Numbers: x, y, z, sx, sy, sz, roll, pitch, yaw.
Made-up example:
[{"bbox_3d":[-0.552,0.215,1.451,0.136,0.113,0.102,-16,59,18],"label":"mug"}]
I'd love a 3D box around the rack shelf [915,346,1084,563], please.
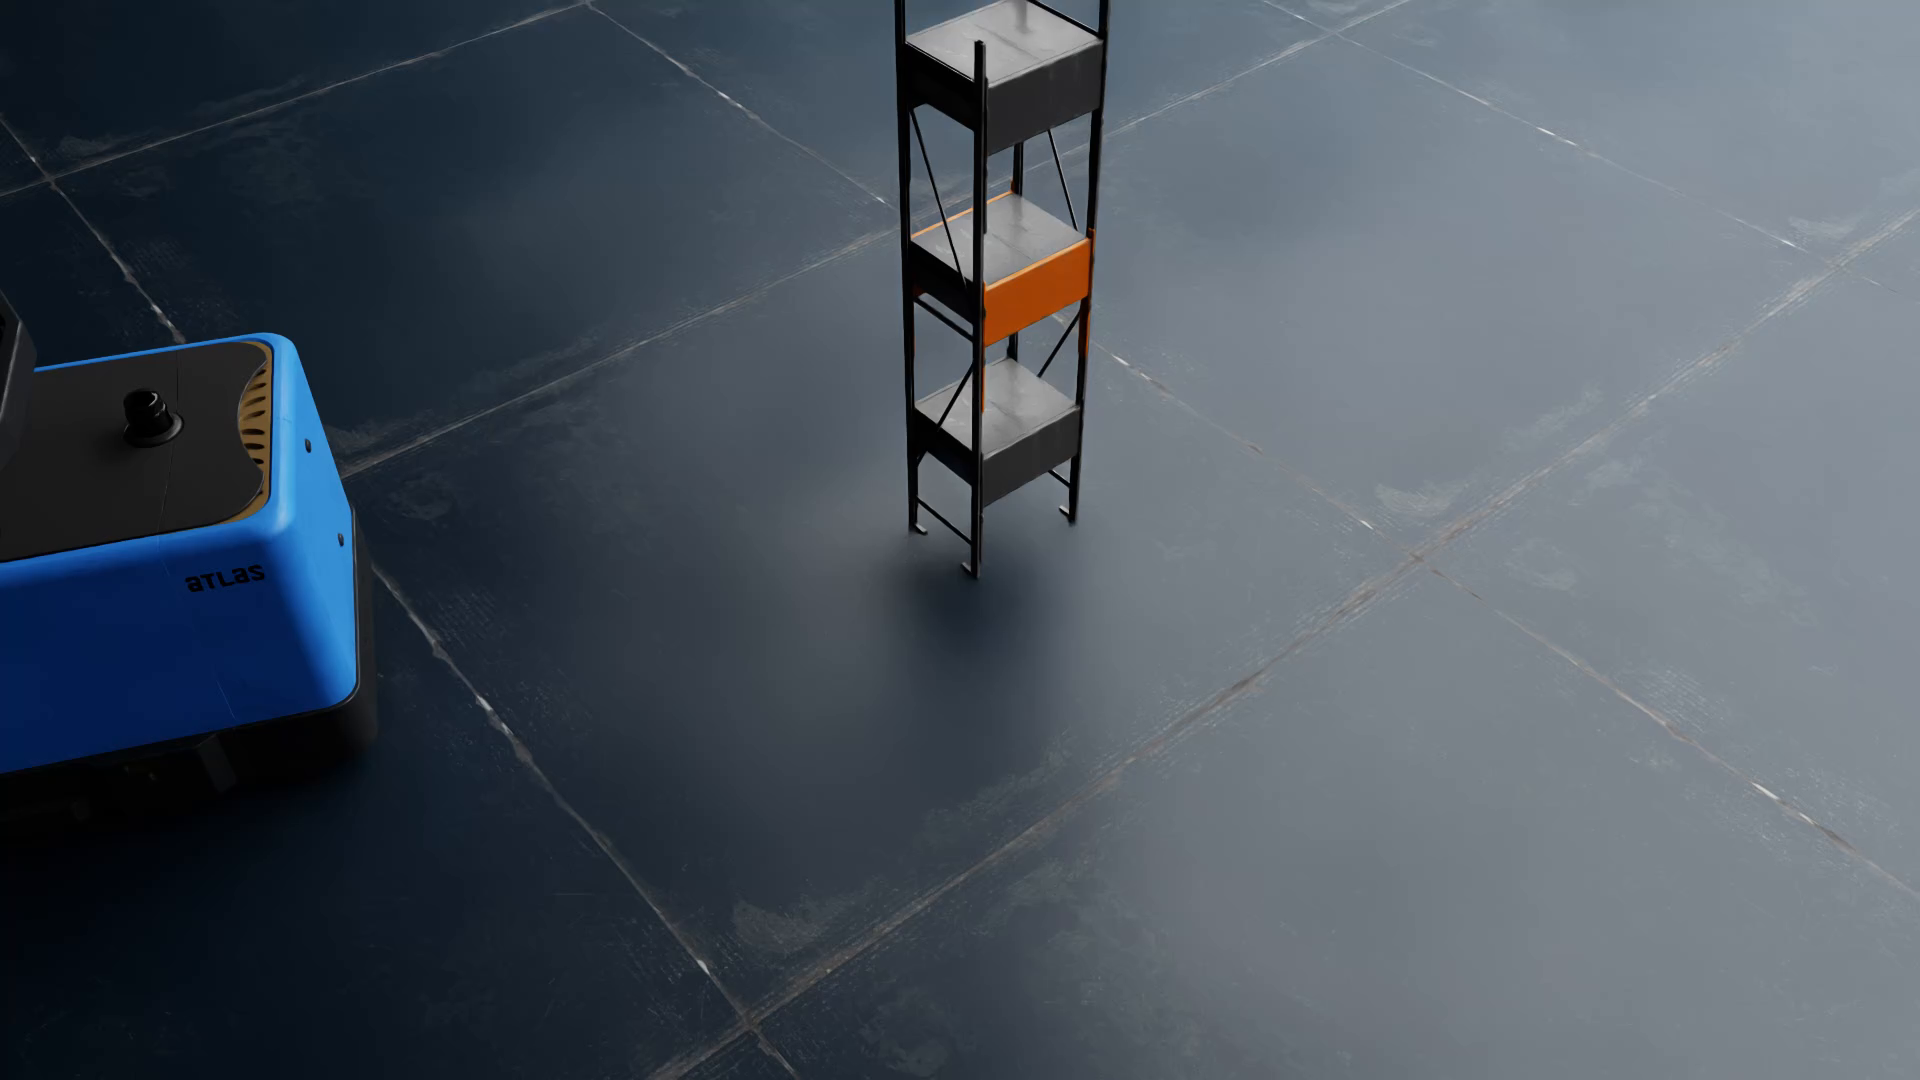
[{"bbox_3d":[0.127,-0.318,6.097,0.480,0.518,0.431,-30,51,-28],"label":"rack shelf"}]

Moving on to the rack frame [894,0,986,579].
[{"bbox_3d":[-0.060,-0.731,5.494,0.015,2.100,0.400,-30,51,-28],"label":"rack frame"}]

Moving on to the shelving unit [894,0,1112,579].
[{"bbox_3d":[0.127,-0.838,5.609,0.503,2.100,0.431,-30,51,-28],"label":"shelving unit"}]

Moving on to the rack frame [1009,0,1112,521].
[{"bbox_3d":[0.314,-0.945,5.723,0.015,2.100,0.400,-30,51,-28],"label":"rack frame"}]

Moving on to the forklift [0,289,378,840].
[{"bbox_3d":[-3.489,-0.382,4.516,3.031,2.935,1.130,-11,44,-12],"label":"forklift"}]

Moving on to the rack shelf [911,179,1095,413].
[{"bbox_3d":[0.127,-0.828,5.618,0.480,0.518,0.431,-30,51,-28],"label":"rack shelf"}]

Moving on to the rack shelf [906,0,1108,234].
[{"bbox_3d":[0.127,-1.338,5.139,0.480,0.518,0.431,-30,51,-28],"label":"rack shelf"}]
